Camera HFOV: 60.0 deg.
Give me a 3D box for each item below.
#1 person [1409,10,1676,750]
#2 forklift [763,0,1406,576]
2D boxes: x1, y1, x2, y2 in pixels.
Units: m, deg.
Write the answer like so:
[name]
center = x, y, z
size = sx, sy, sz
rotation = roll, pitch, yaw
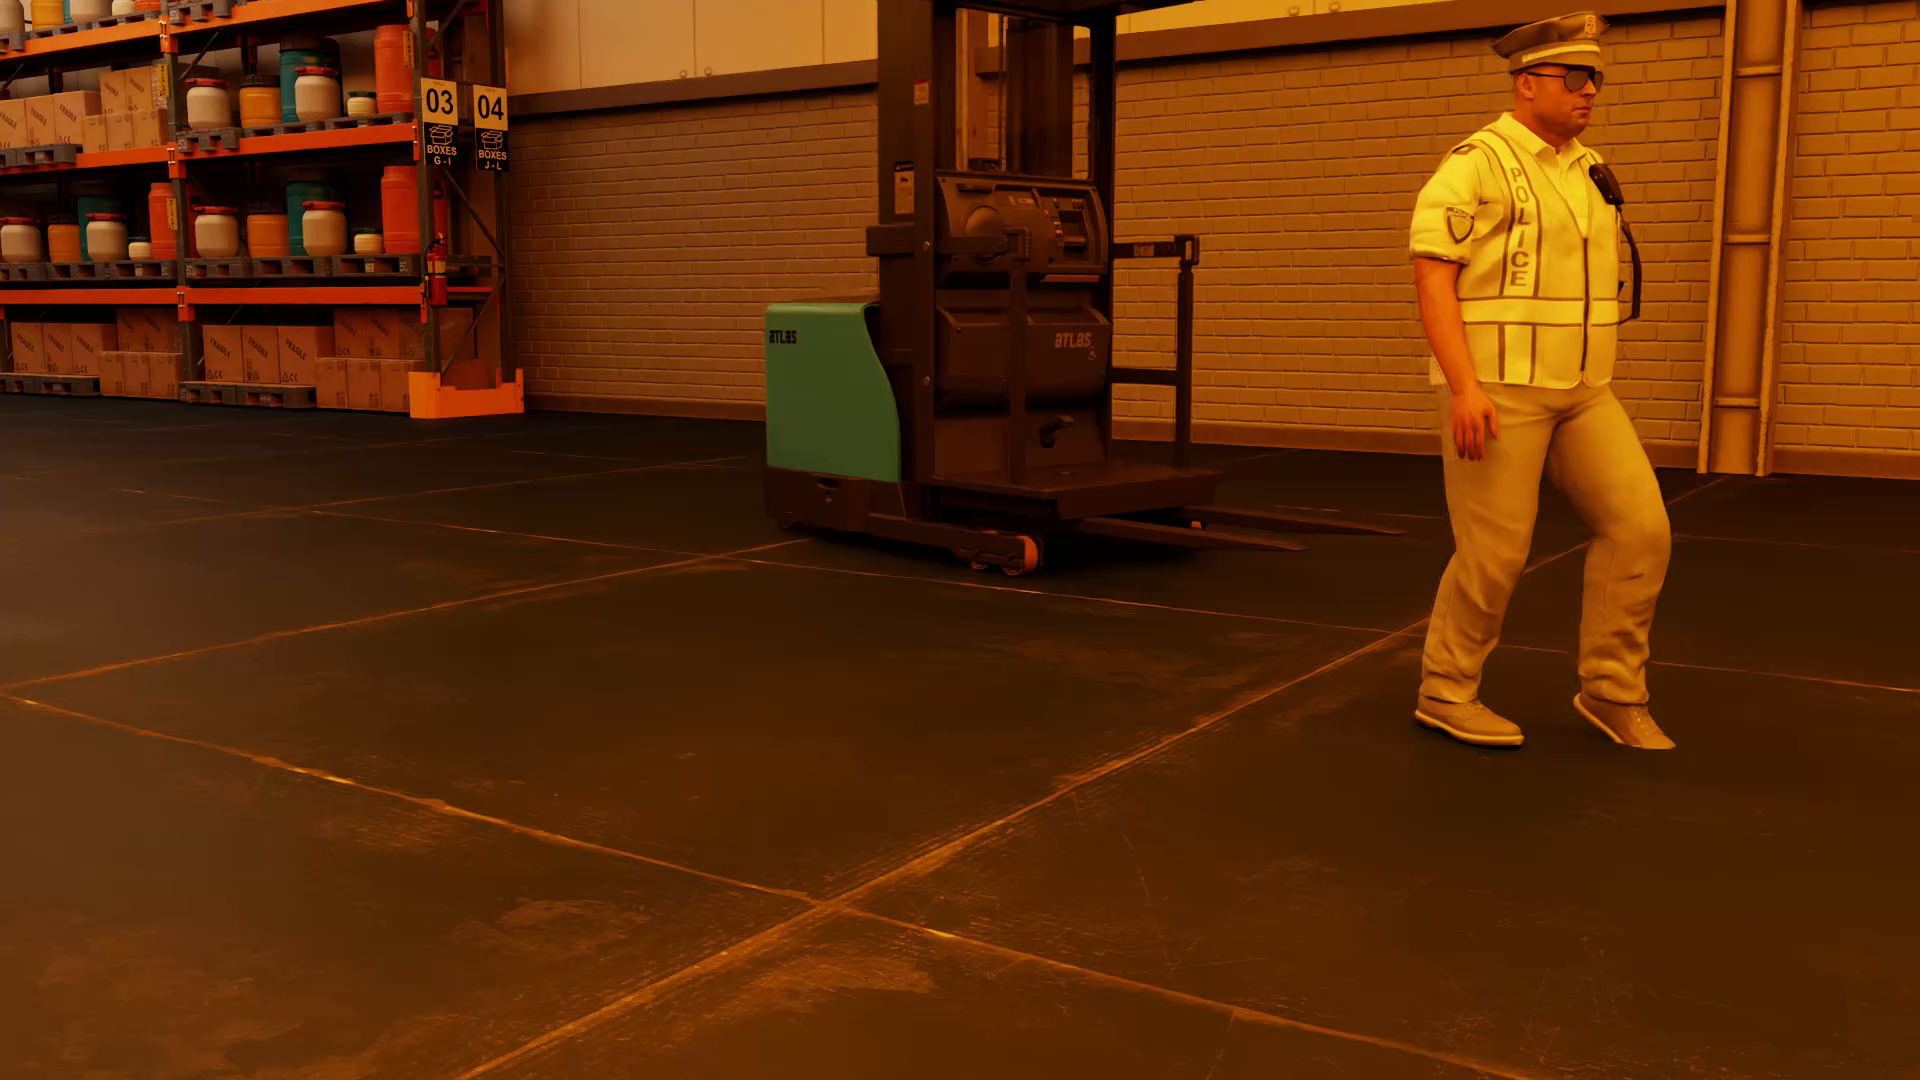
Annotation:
[person]
center = 1.402, -0.325, 4.000
size = 0.633, 1.813, 0.534
rotation = -4, 9, -27
[forklift]
center = 0.420, -1.387, 6.949
size = 1.130, 2.935, 3.031
rotation = -7, 11, -41
